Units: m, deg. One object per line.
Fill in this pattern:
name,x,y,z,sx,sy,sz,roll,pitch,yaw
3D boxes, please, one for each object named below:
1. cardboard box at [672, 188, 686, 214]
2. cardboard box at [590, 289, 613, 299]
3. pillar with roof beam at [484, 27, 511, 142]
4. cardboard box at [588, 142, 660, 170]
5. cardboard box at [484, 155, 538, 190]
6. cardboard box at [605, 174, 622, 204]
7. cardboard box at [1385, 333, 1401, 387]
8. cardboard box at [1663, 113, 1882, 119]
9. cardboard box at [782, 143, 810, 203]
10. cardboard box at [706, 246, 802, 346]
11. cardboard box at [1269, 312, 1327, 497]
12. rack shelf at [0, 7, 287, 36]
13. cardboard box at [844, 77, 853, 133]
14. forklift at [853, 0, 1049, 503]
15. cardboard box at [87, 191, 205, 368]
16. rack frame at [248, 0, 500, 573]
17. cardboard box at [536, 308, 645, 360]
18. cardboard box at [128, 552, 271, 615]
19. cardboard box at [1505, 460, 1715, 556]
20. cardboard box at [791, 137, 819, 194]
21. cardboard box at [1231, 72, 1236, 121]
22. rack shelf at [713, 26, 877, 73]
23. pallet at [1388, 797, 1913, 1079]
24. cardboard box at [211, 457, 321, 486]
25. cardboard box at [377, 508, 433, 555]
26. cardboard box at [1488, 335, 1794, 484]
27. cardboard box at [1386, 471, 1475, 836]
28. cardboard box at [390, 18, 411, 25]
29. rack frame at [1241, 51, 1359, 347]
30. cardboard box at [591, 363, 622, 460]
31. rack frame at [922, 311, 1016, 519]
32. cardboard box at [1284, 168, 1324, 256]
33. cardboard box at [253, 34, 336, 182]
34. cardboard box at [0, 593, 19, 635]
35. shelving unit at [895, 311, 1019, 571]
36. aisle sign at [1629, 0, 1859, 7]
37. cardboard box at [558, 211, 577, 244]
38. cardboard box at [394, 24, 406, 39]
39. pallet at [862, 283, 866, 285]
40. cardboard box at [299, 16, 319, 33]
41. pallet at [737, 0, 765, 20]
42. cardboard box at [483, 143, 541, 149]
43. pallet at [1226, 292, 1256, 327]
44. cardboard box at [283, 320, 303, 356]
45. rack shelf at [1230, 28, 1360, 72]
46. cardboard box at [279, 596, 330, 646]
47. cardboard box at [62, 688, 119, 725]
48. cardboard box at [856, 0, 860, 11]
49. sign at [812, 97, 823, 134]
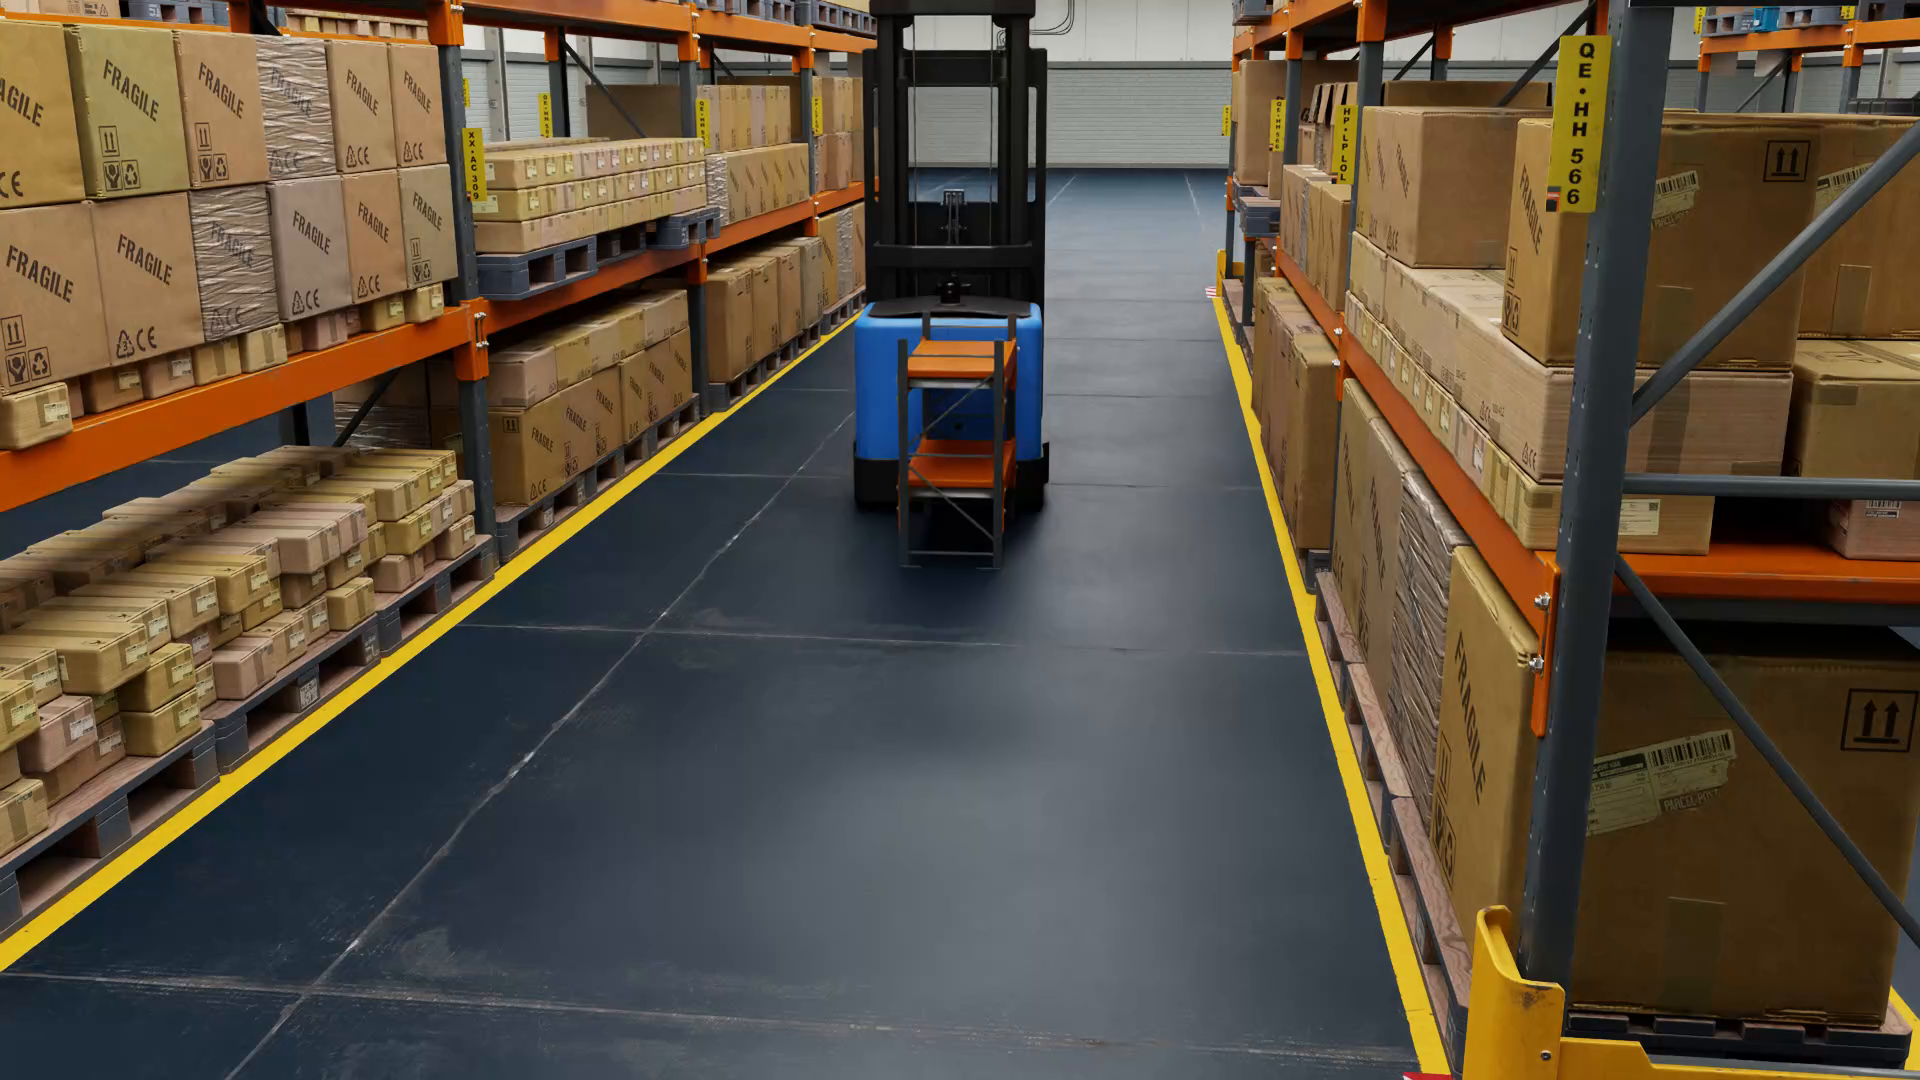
cardboard box,-1.959,-2.150,10.542,0.380,0.149,0.250,2,15,7
cardboard box,-2.620,-1.527,11.110,0.500,0.250,0.500,1,15,4
pillar with roof beam,-5.927,-11.964,35.668,9.100,9.000,0.400,2,15,6
cardboard box,-2.021,-2.304,9.973,0.380,0.149,0.250,2,15,6
cardboard box,-2.251,-1.760,7.963,0.380,0.149,0.250,2,15,9
cardboard box,-2.108,-1.957,9.261,0.380,0.149,0.250,1,15,5
cardboard box,1.654,-0.607,5.640,0.380,0.149,0.250,2,15,7
cardboard box,2.144,-0.907,4.552,0.500,0.500,0.500,1,15,5
cardboard box,-1.643,-3.283,14.866,0.500,0.500,0.500,2,15,6
cardboard box,-1.943,-2.081,14.117,1.050,0.750,0.750,2,15,6
cardboard box,2.316,-0.706,8.794,1.225,0.875,0.875,1,15,4
rack shelf,-7.006,-4.080,13.635,1.077,0.370,4.000,2,15,6
cardboard box,-1.578,-4.486,17.150,0.875,0.550,0.500,2,15,6
forklift,-0.023,-1.947,10.247,1.130,2.935,3.031,0,15,2
cardboard box,-2.776,-0.832,5.232,0.500,0.500,0.500,2,15,7
rack frame,-2.753,-1.303,7.735,1.000,3.000,0.127,2,15,6
cardboard box,-2.237,-1.251,10.089,0.500,0.250,0.500,2,15,8
cardboard box,-2.679,0.153,5.868,0.380,0.149,0.250,2,15,7
cardboard box,1.426,-0.074,3.671,0.380,0.149,0.250,2,15,7
cardboard box,-1.820,-3.547,15.744,0.875,0.550,0.550,2,15,6
cardboard box,3.122,-4.654,17.449,0.500,0.500,0.500,2,15,6
rack shelf,-1.624,-4.998,17.029,1.077,0.370,4.000,2,15,6
pallet,1.725,1.043,4.401,1.003,0.211,1.213,2,15,6
cardboard box,-3.088,-0.264,7.409,0.380,0.149,0.250,2,15,9
cardboard box,-2.503,-0.042,7.157,0.380,0.149,0.250,1,15,4
cardboard box,1.504,-0.298,3.736,0.500,0.250,0.500,1,15,5
cardboard box,1.808,0.325,4.979,0.875,0.875,0.875,2,15,6
cardboard box,-6.230,-5.649,17.776,0.500,0.250,0.500,2,15,8
rack frame,3.067,-3.206,14.771,1.000,3.000,0.127,2,15,6
cardboard box,-2.302,-0.757,9.698,0.500,0.500,0.500,2,15,7
rack frame,0.048,-0.666,8.972,0.500,1.125,0.032,1,15,5
cardboard box,2.234,-1.965,9.990,0.500,0.500,0.500,1,15,5
cardboard box,-2.662,-1.581,6.087,0.500,0.500,0.500,2,15,8
cardboard box,-3.316,0.276,5.412,0.380,0.149,0.250,1,15,4
shelving unit,0.002,-0.534,8.483,0.538,1.125,1.048,1,15,5
aisle sign,1.406,-1.339,2.886,0.394,0.787,0.004,2,15,6
cardboard box,-2.194,-1.610,8.547,0.380,0.149,0.250,2,15,7
cardboard box,-6.226,-5.498,17.983,0.380,0.149,0.250,2,15,6
pallet,-1.411,-2.860,18.834,1.003,0.211,1.213,2,15,6
cardboard box,-6.413,-4.964,16.009,0.380,0.149,0.250,2,15,6
pallet,-2.158,-4.156,12.901,1.003,0.211,1.213,2,15,9
cardboard box,-2.693,-2.254,9.789,0.380,0.149,0.250,2,15,8
pallet,3.243,-2.352,16.957,1.003,0.211,1.213,2,15,6
cardboard box,-2.699,-0.761,6.213,0.380,0.149,0.250,1,15,5
rack shelf,3.292,-4.825,16.392,1.077,0.370,4.000,2,15,6
cardboard box,-2.672,0.316,6.404,0.380,0.149,0.250,2,15,7
cardboard box,-2.863,0.500,5.152,0.380,0.149,0.250,2,15,7
cardboard box,-1.243,-5.568,17.244,0.380,0.149,0.250,2,15,7
sign,-1.310,-3.885,15.218,0.100,0.325,0.005,2,15,6
